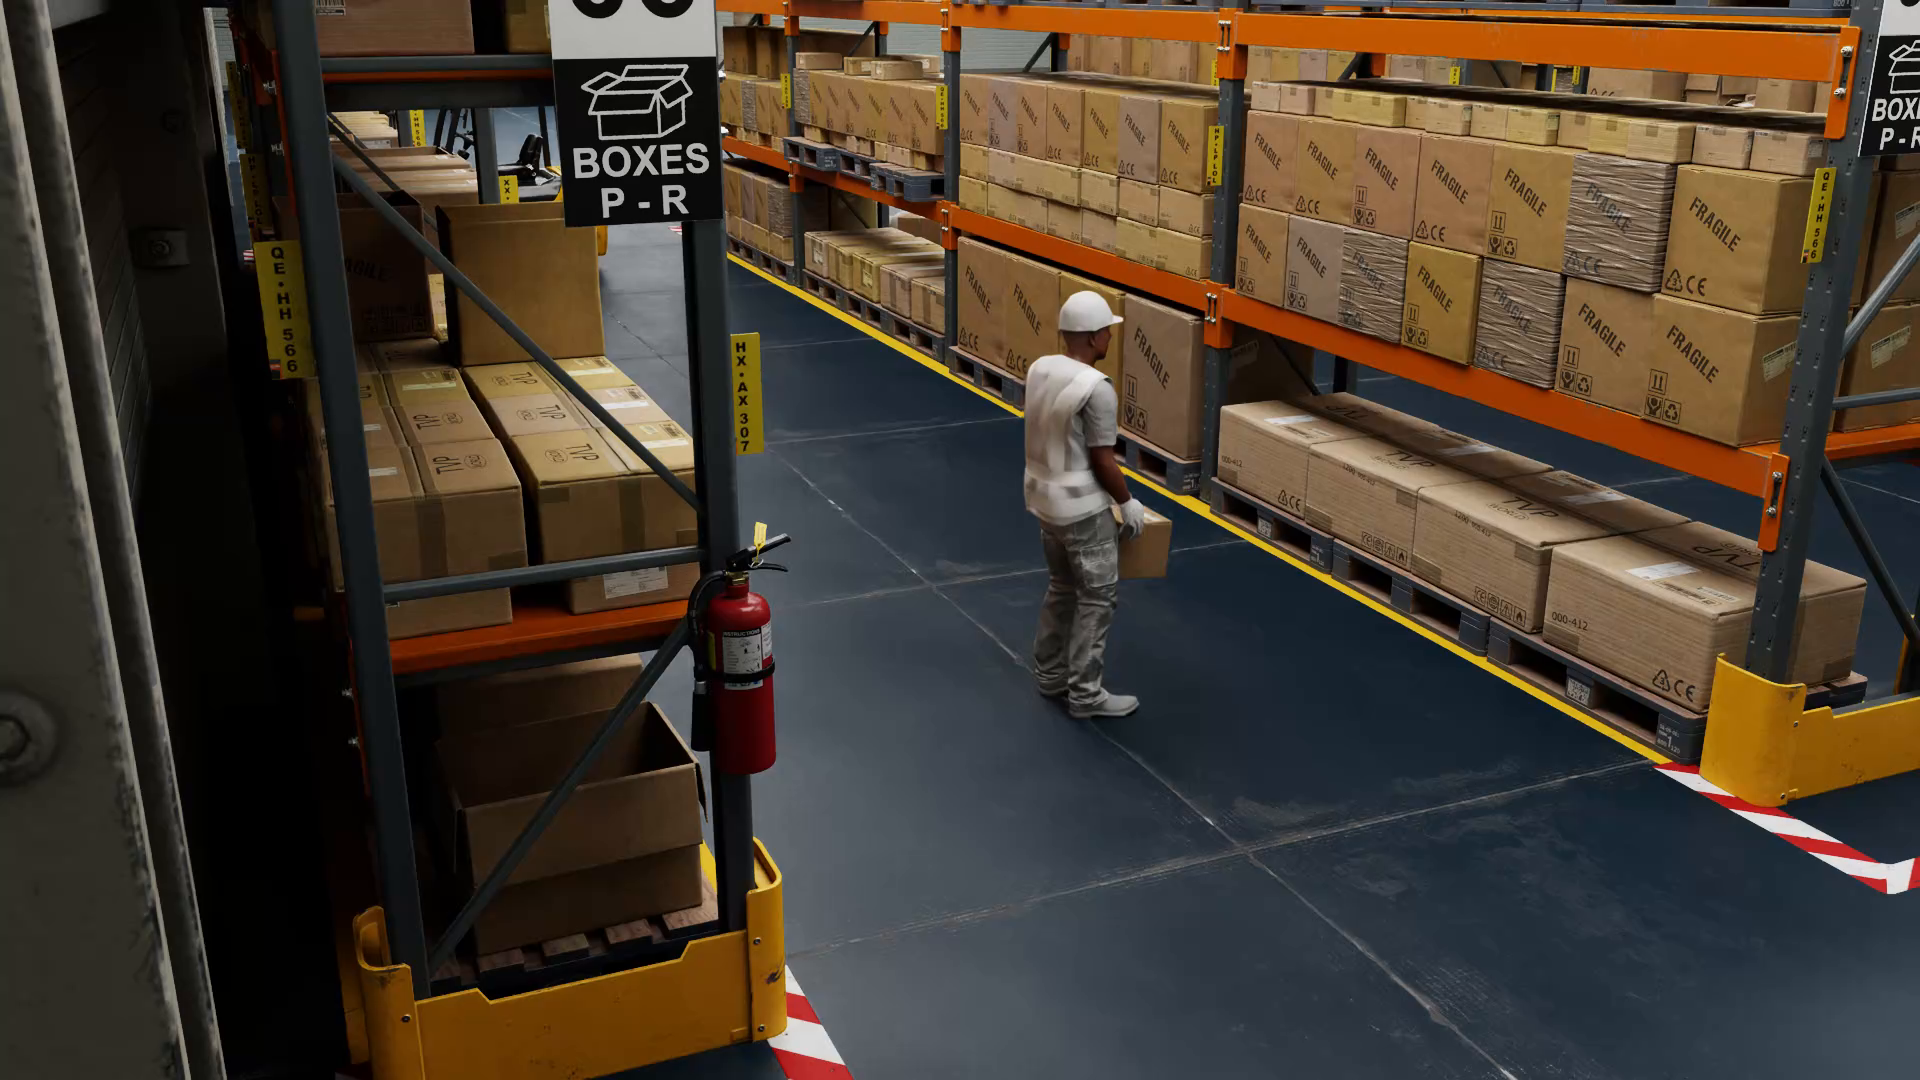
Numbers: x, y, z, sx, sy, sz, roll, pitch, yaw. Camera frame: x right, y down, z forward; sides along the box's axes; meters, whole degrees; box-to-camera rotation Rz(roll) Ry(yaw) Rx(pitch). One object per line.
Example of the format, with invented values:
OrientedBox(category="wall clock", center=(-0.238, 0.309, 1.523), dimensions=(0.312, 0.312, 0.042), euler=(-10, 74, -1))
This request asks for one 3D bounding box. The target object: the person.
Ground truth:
OrientedBox(category="person", center=(0.501, -0.150, 6.974), dimensions=(0.430, 1.784, 0.565), euler=(-8, 20, -23))
